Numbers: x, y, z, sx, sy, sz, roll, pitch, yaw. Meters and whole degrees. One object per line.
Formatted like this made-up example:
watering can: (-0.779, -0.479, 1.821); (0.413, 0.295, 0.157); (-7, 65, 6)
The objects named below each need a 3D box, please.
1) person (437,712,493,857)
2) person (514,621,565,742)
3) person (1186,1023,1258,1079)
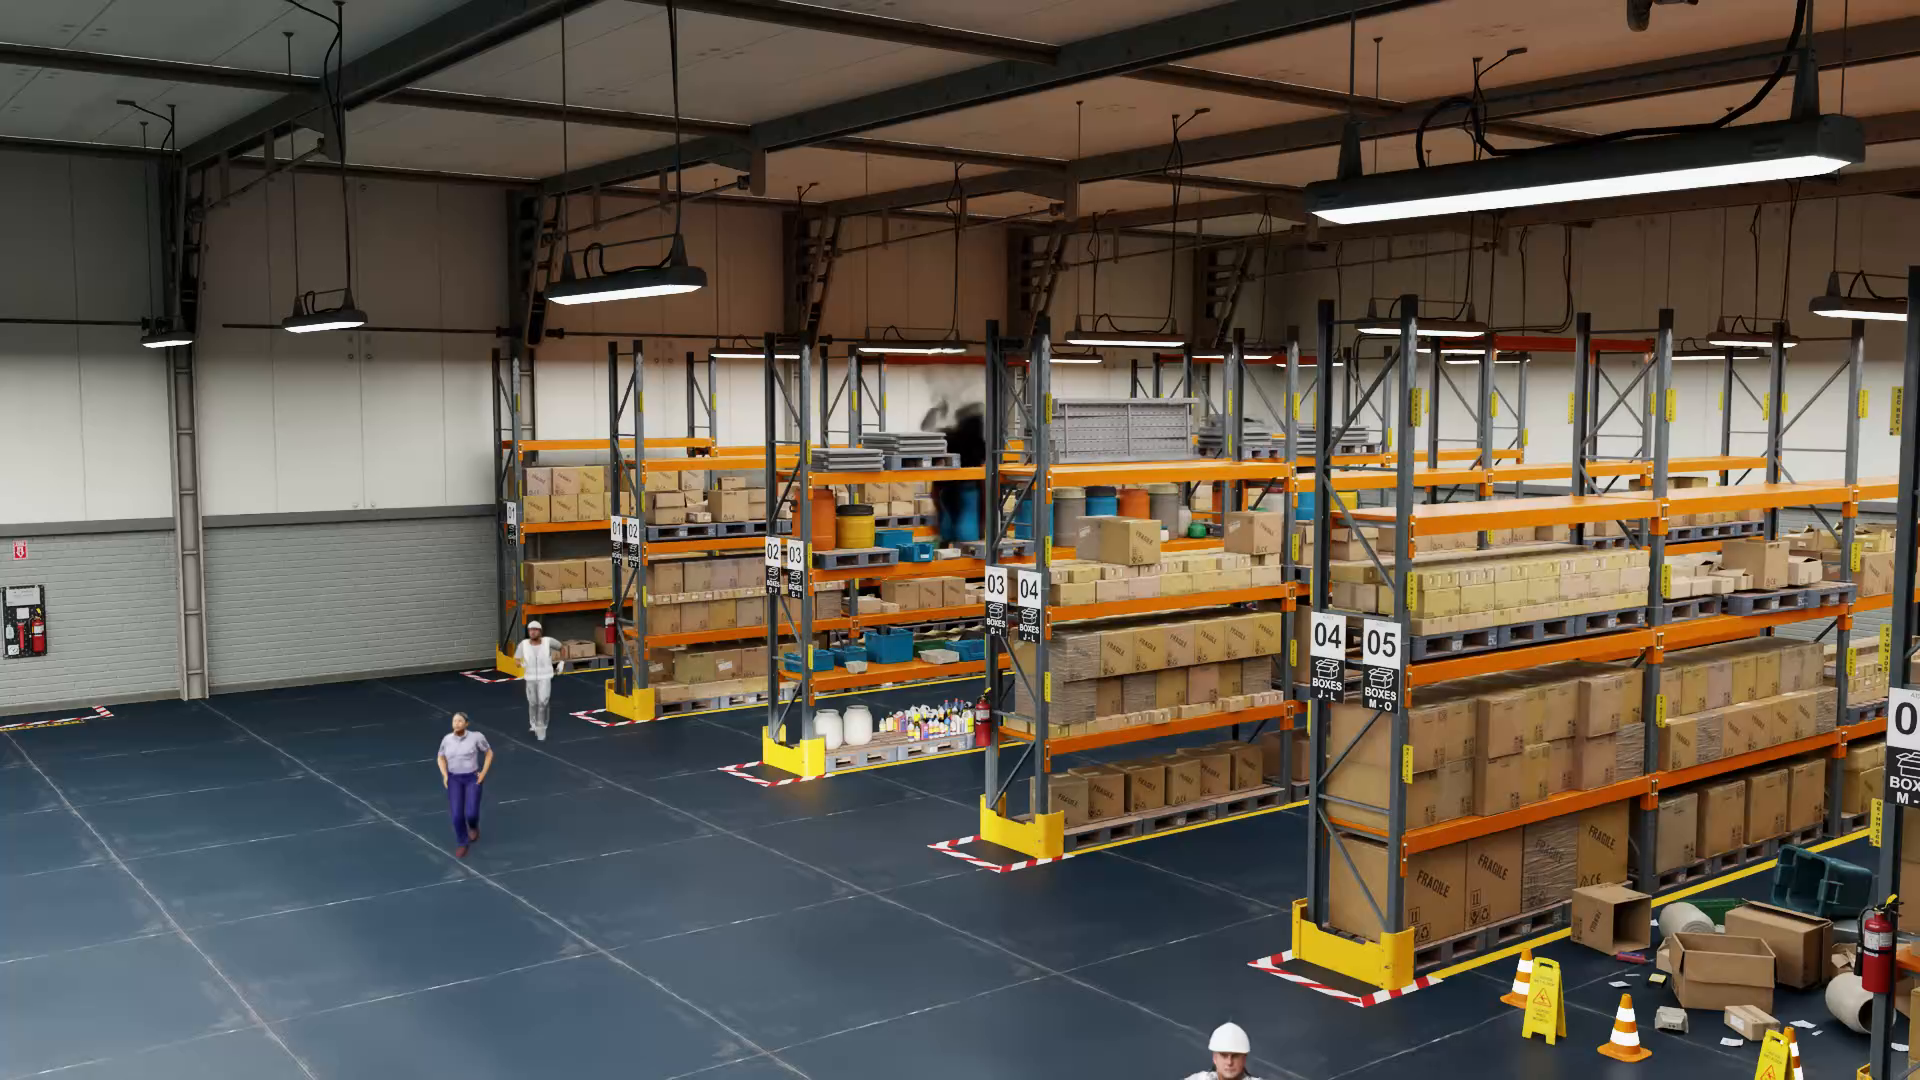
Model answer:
person: (-5.579, 2.732, 18.723); (0.605, 1.616, 0.535); (0, 5, -5)
person: (-6.287, 2.096, 24.860); (0.698, 1.801, 0.894); (0, 5, -3)
person: (1.432, 3.502, 8.918); (0.639, 1.831, 0.731); (1, 5, 7)
